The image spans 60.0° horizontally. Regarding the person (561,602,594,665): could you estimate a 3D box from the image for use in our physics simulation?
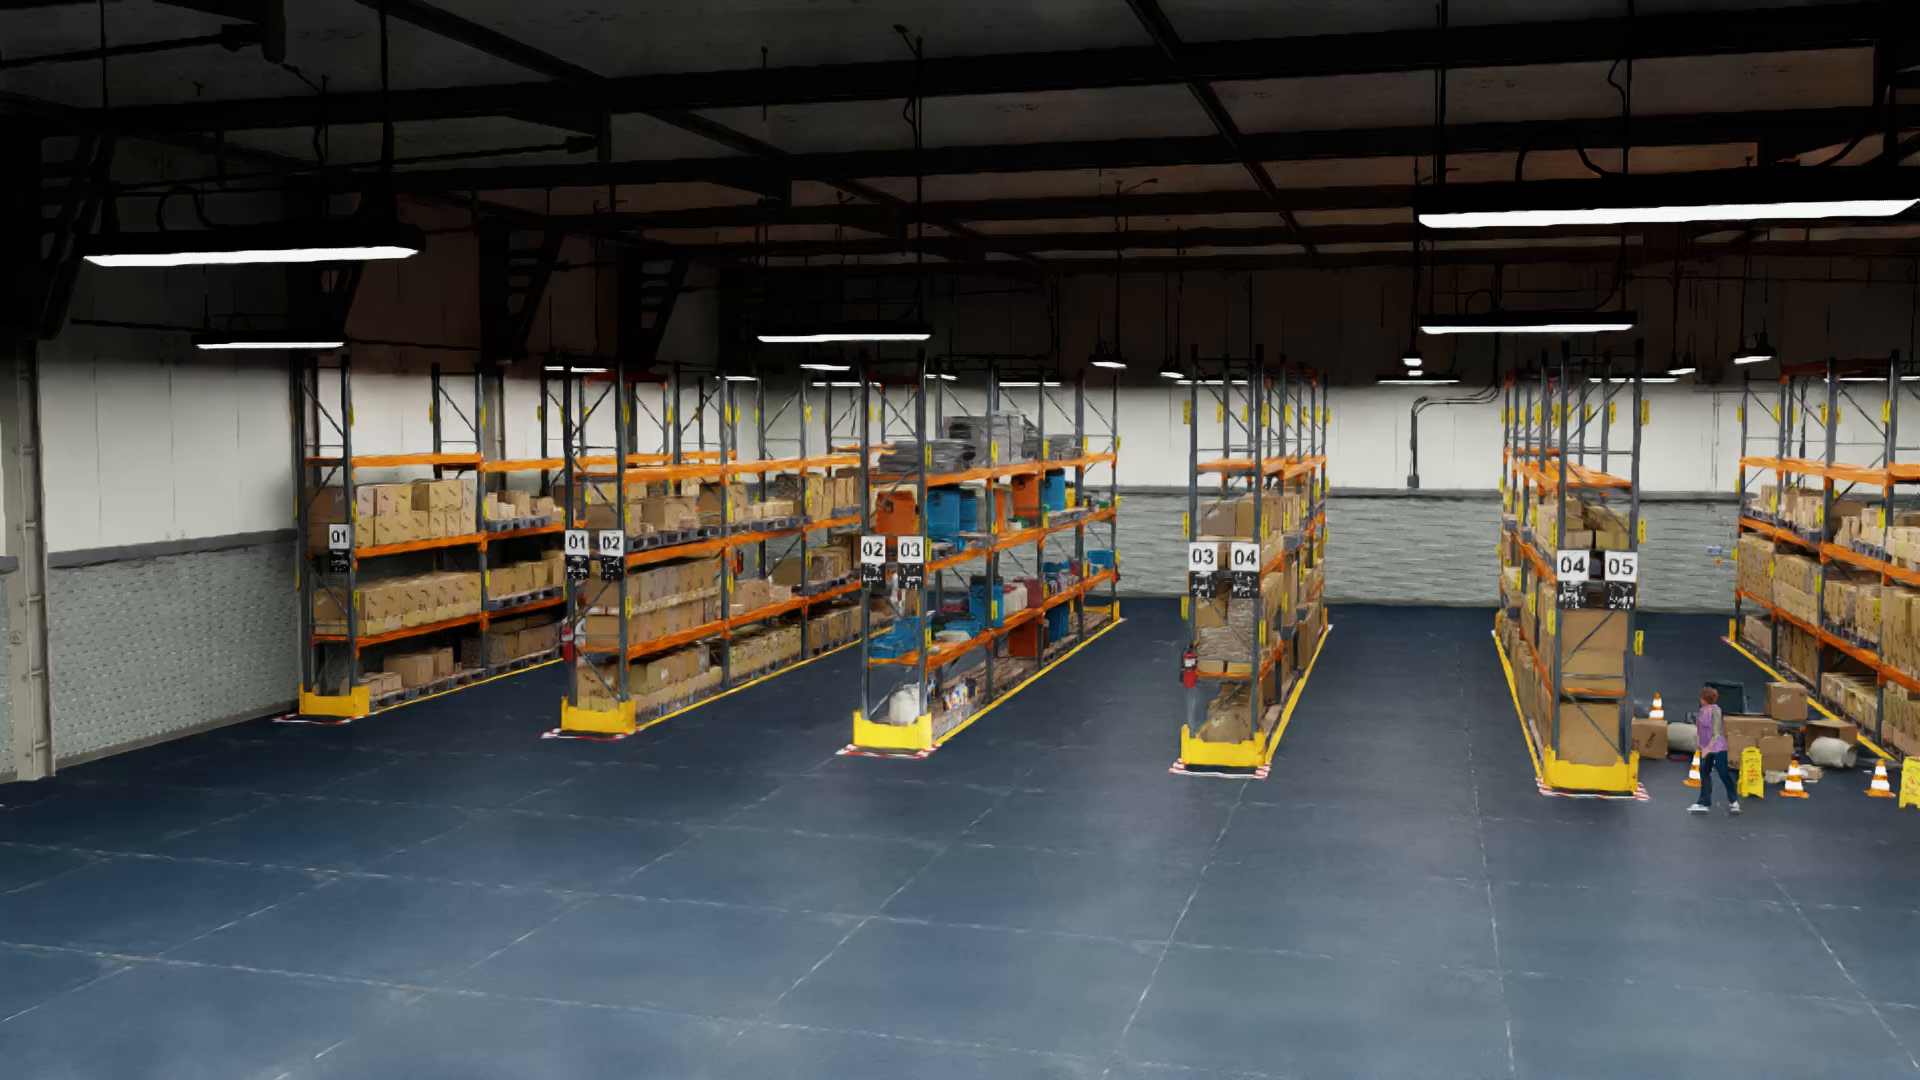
[{"bbox_3d":[-6.797,1.934,29.339,0.553,1.709,1.123,1,4,17],"label":"person"}]

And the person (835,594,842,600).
[{"bbox_3d":[-3.338,0.904,43.386,0.669,1.665,0.522,-4,6,-43],"label":"person"}]

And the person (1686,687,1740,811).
[{"bbox_3d":[9.531,2.640,20.977,0.639,1.587,0.443,-1,4,-10],"label":"person"}]

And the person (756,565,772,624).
[{"bbox_3d":[-4.377,1.360,37.132,0.543,1.700,1.115,1,5,18],"label":"person"}]

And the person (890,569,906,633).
[{"bbox_3d":[-1.307,1.345,36.602,0.479,1.784,0.629,0,4,-6],"label":"person"}]
